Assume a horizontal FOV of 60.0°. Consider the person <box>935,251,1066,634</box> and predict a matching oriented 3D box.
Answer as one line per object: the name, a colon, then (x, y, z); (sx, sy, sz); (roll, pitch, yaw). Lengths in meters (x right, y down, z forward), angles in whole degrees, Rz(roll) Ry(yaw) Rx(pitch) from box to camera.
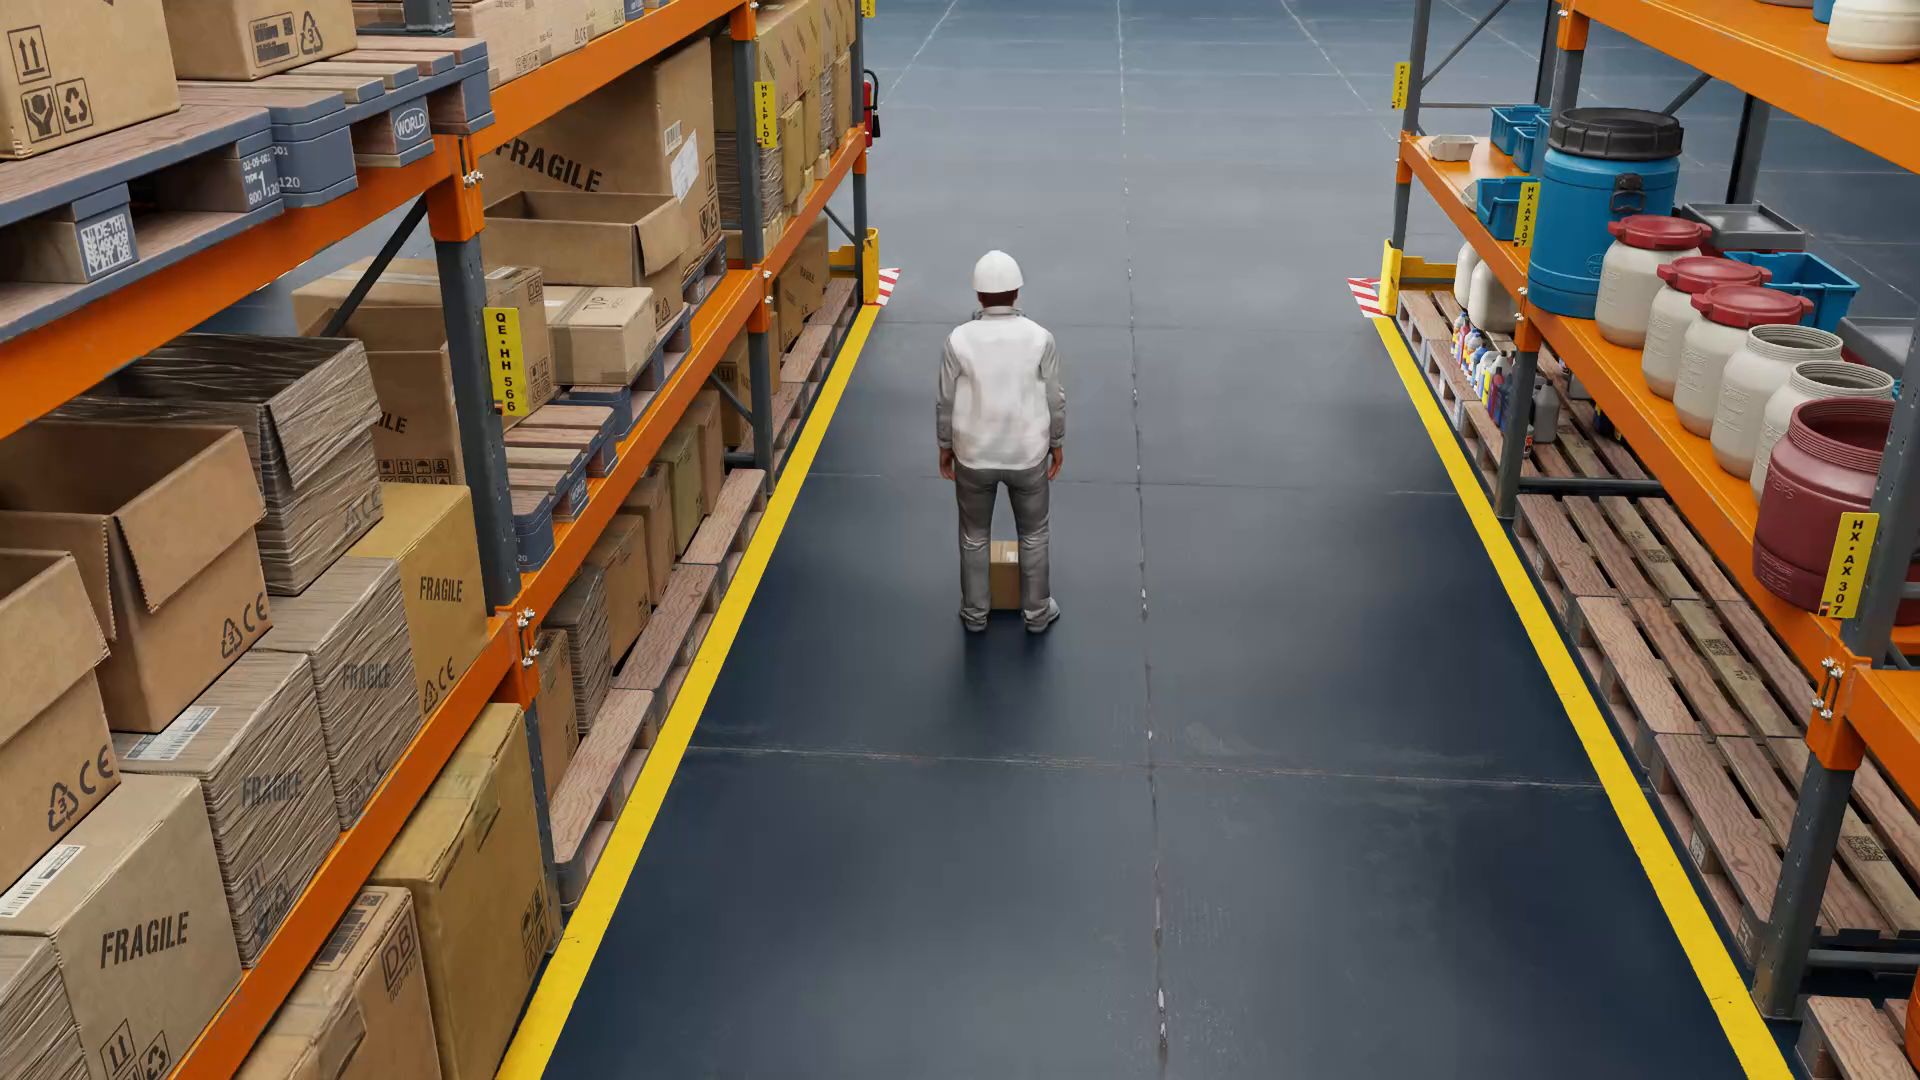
person: (0.183, -0.414, 7.488); (0.582, 1.769, 0.464); (1, 24, 1)
